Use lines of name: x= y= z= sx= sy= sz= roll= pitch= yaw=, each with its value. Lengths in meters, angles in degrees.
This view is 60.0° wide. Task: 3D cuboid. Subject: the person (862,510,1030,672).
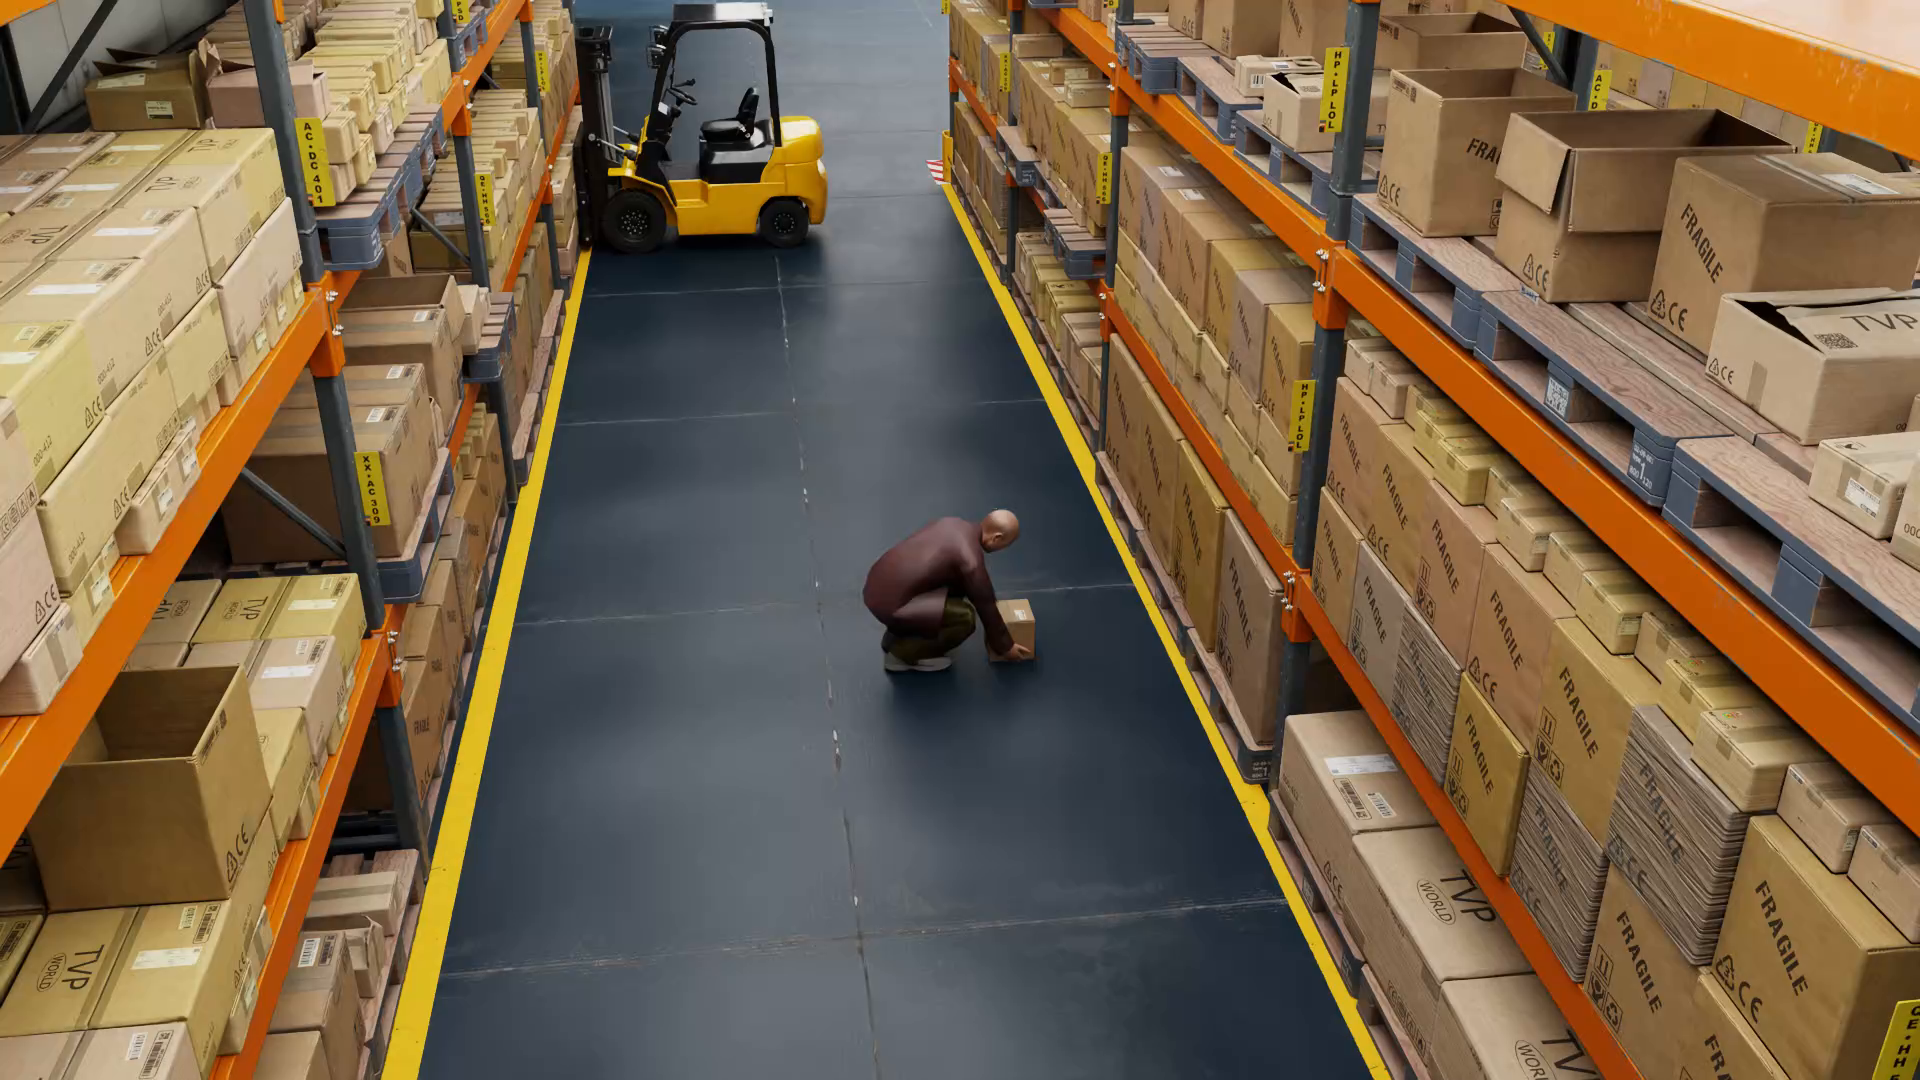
person: x=-0.082 y=0.283 z=9.163 sx=0.911 sy=0.887 sz=0.587 roll=-4 pitch=27 yaw=-7
